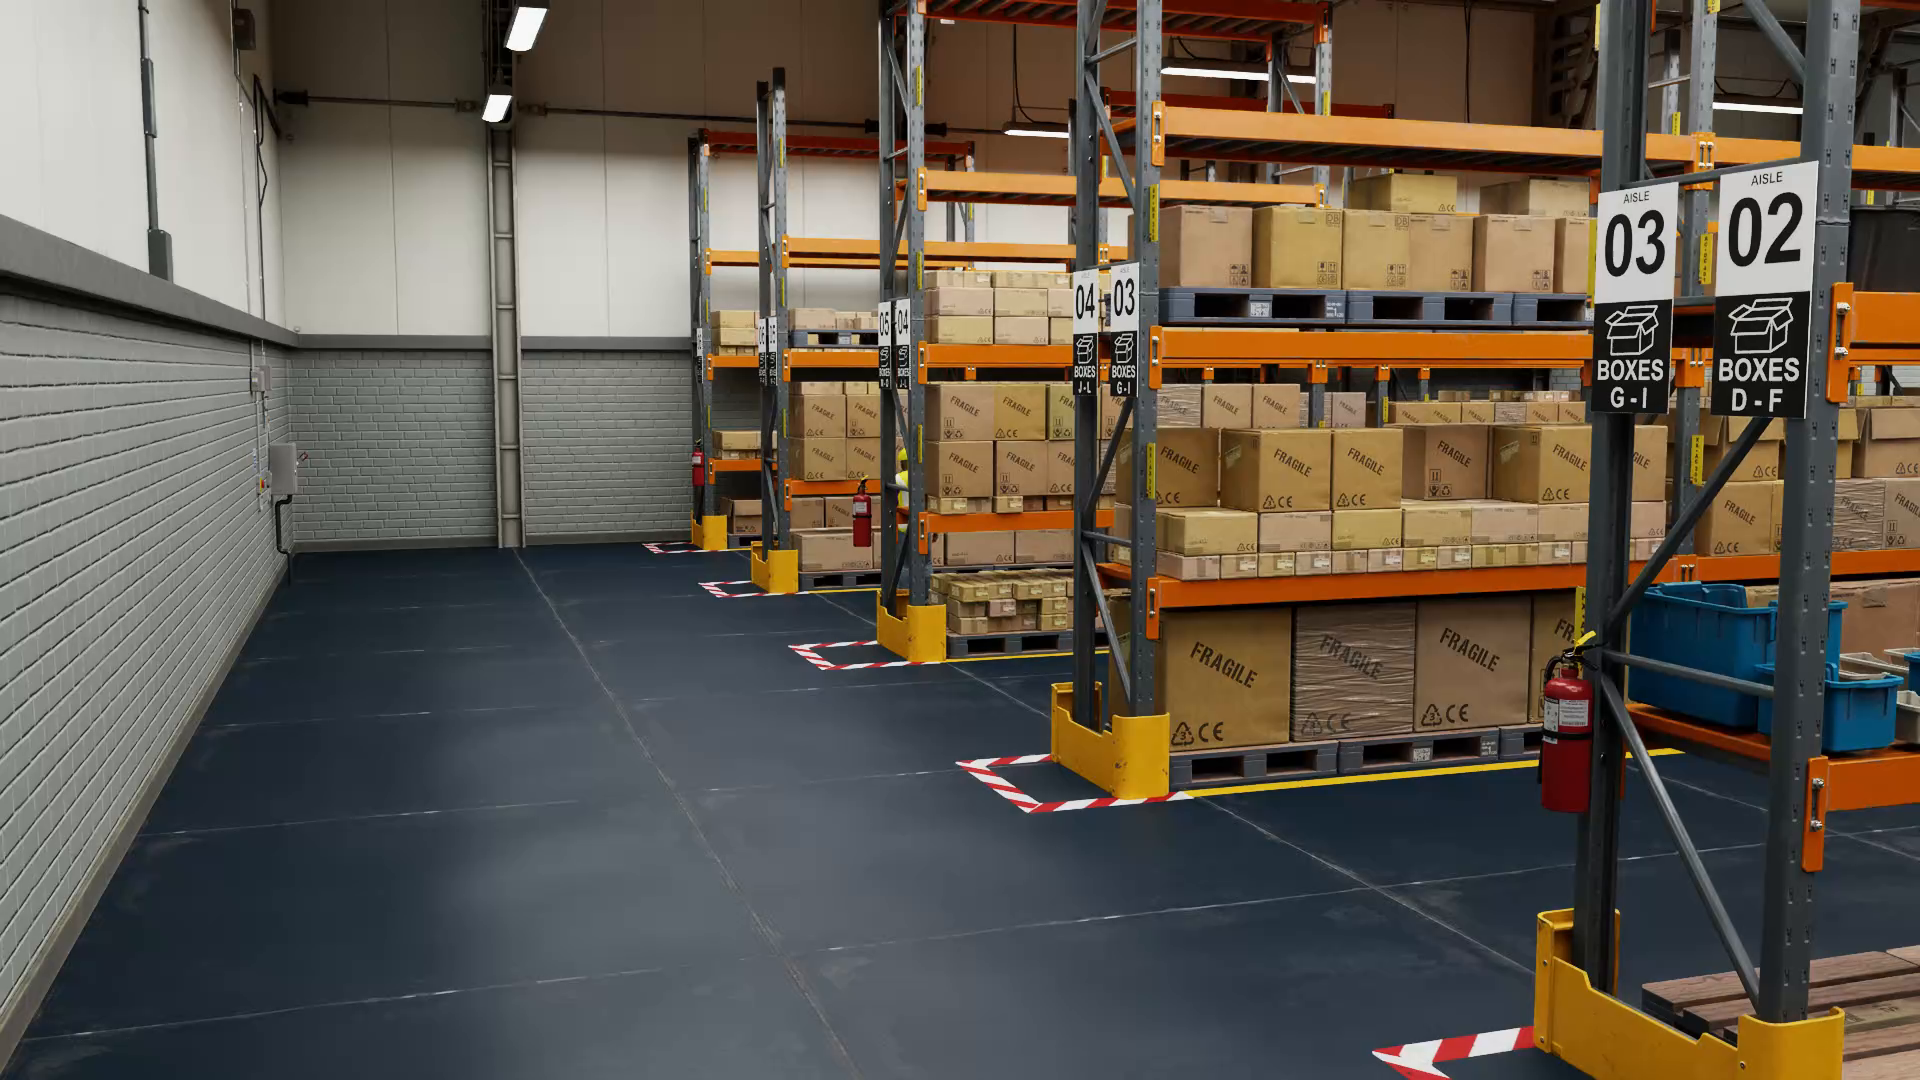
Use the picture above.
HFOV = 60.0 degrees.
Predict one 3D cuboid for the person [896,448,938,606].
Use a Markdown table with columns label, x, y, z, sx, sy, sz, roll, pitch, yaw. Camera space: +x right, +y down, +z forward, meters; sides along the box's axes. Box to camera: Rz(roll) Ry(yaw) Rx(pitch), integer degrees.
| label | x | y | z | sx | sy | sz | roll | pitch | yaw |
| --- | --- | --- | --- | --- | --- | --- | --- | --- | --- |
| person | -0.519 | -0.123 | 17.973 | 0.635 | 1.761 | 0.454 | -2 | 6 | -22 |
